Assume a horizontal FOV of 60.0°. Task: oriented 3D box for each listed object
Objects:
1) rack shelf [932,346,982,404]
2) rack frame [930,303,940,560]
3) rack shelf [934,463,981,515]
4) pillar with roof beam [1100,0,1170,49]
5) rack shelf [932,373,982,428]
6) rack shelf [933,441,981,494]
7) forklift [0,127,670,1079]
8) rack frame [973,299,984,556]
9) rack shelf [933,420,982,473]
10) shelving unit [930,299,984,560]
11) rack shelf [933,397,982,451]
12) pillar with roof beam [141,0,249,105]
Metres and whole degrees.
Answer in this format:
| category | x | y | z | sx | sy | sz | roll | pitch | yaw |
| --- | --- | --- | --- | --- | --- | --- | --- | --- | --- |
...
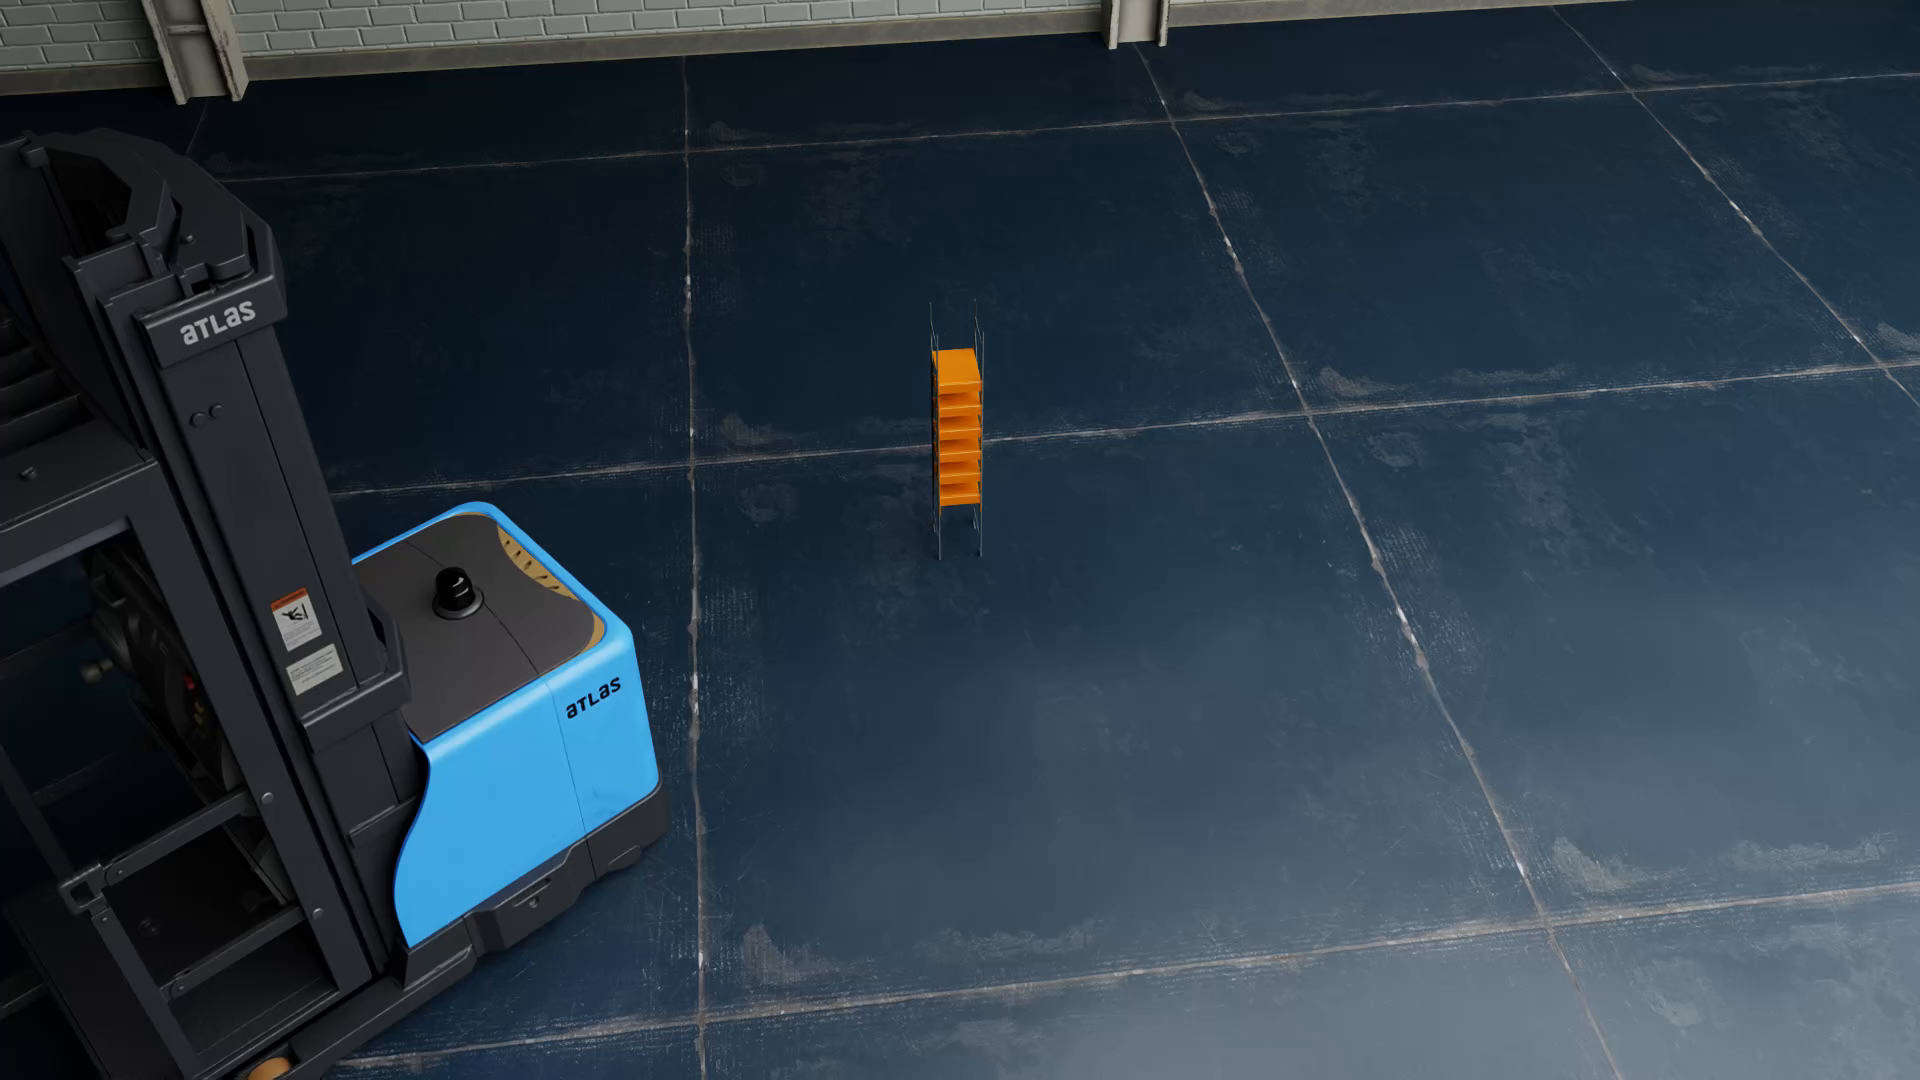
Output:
| category | x | y | z | sx | sy | sz | roll | pitch | yaw |
| --- | --- | --- | --- | --- | --- | --- | --- | --- | --- |
| rack shelf | -0.014 | -0.679 | 6.851 | 0.180 | 0.103 | 0.258 | -5 | 42 | -6 |
| rack frame | -0.105 | -0.436 | 7.053 | 0.006 | 1.200 | 0.240 | -5 | 42 | -6 |
| rack shelf | -0.014 | -0.233 | 7.252 | 0.180 | 0.103 | 0.258 | -5 | 42 | -6 |
| pillar with roof beam | 1.725 | -3.878 | 5.045 | 0.400 | 9.000 | 9.100 | -5 | 42 | -6 |
| rack shelf | -0.014 | -0.589 | 6.931 | 0.180 | 0.103 | 0.258 | -5 | 42 | -6 |
| rack shelf | -0.014 | -0.322 | 7.172 | 0.180 | 0.103 | 0.258 | -5 | 42 | -6 |
| forklift | -2.502 | 0.451 | 4.777 | 3.031 | 2.935 | 1.130 | -32 | 51 | -30 |
| rack frame | 0.076 | -0.452 | 7.071 | 0.006 | 1.200 | 0.240 | -5 | 42 | -6 |
| rack shelf | -0.014 | -0.411 | 7.092 | 0.180 | 0.103 | 0.258 | -5 | 42 | -6 |
| shelving unit | -0.014 | -0.444 | 7.062 | 0.189 | 1.200 | 0.258 | -5 | 42 | -6 |
| rack shelf | -0.014 | -0.500 | 7.011 | 0.180 | 0.103 | 0.258 | -5 | 42 | -6 |
| pillar with roof beam | -4.225 | -3.357 | 4.468 | 0.400 | 9.000 | 9.100 | -5 | 42 | -6 |
